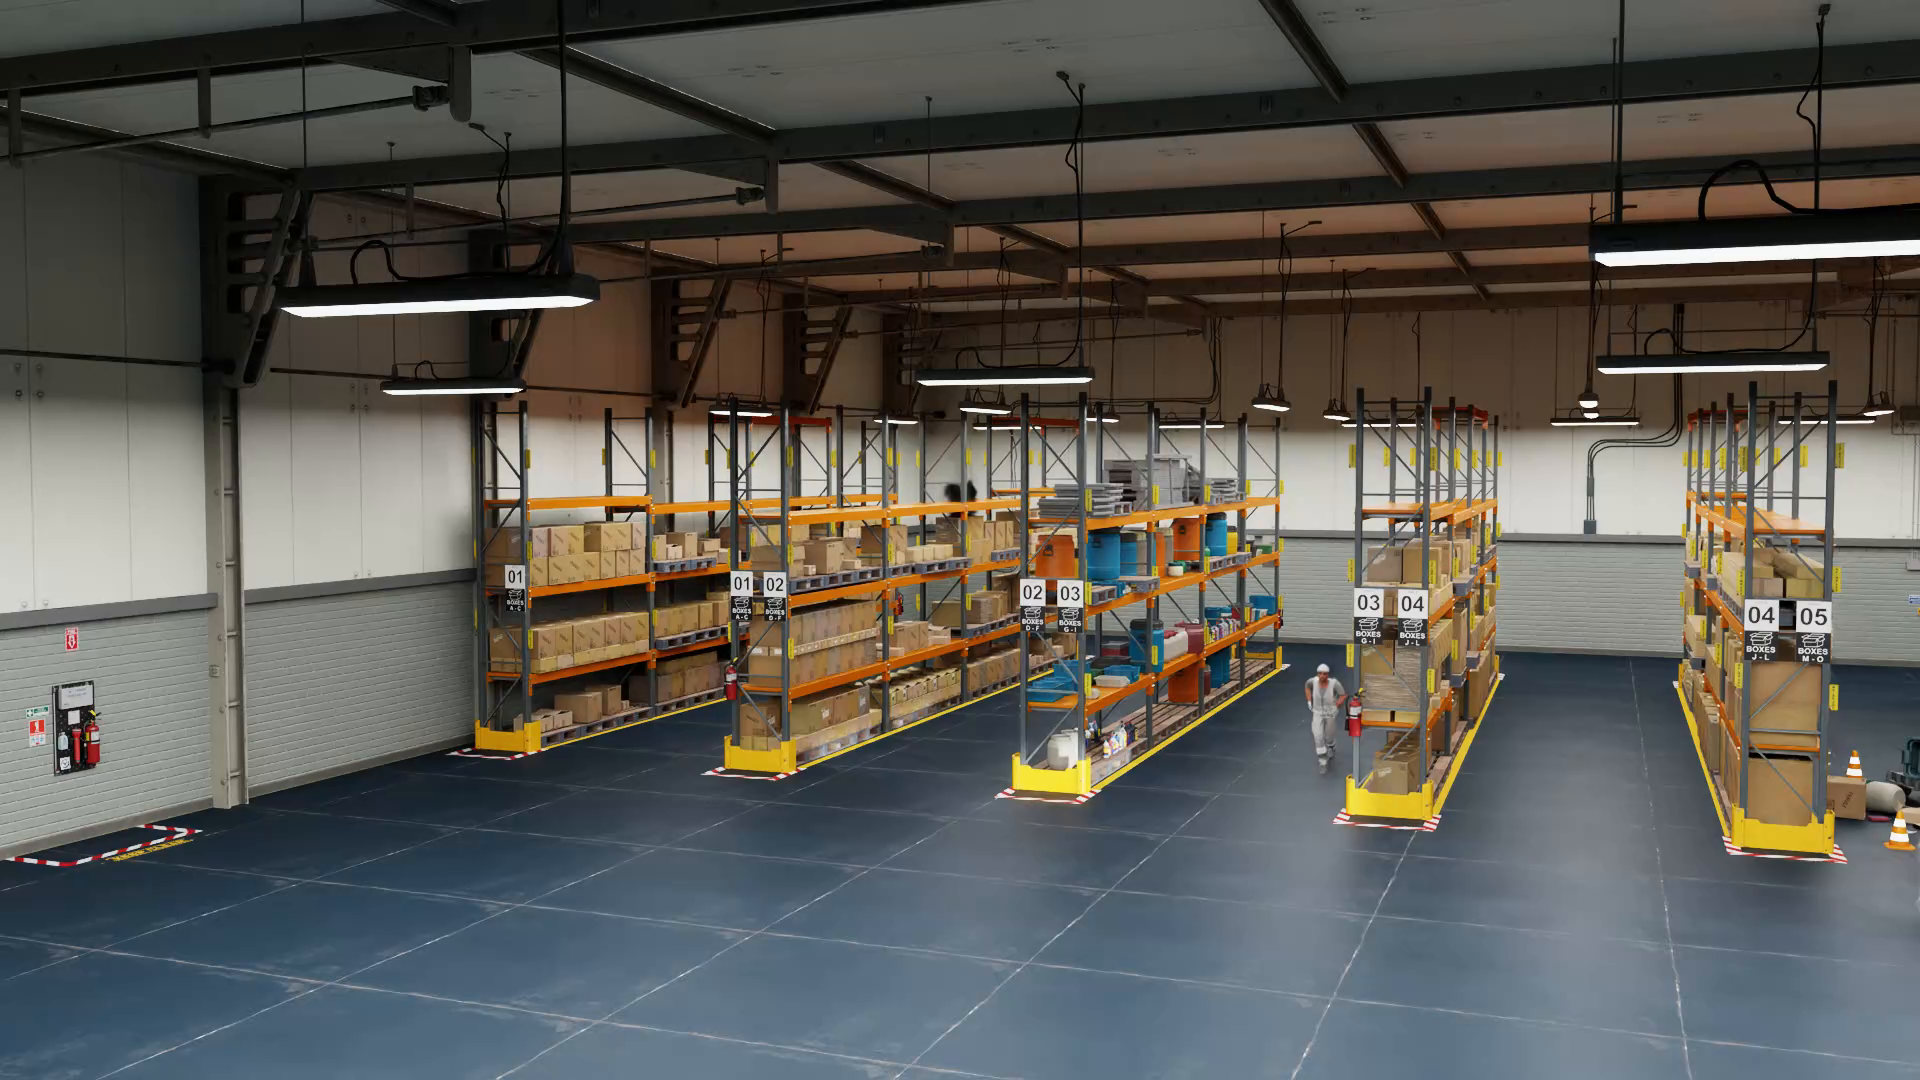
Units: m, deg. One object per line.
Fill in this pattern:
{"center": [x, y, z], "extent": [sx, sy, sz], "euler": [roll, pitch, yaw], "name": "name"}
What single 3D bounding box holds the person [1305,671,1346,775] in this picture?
{"center": [5.906, 2.875, 26.845], "extent": [0.670, 1.732, 0.996], "euler": [1, 3, 24], "name": "person"}
